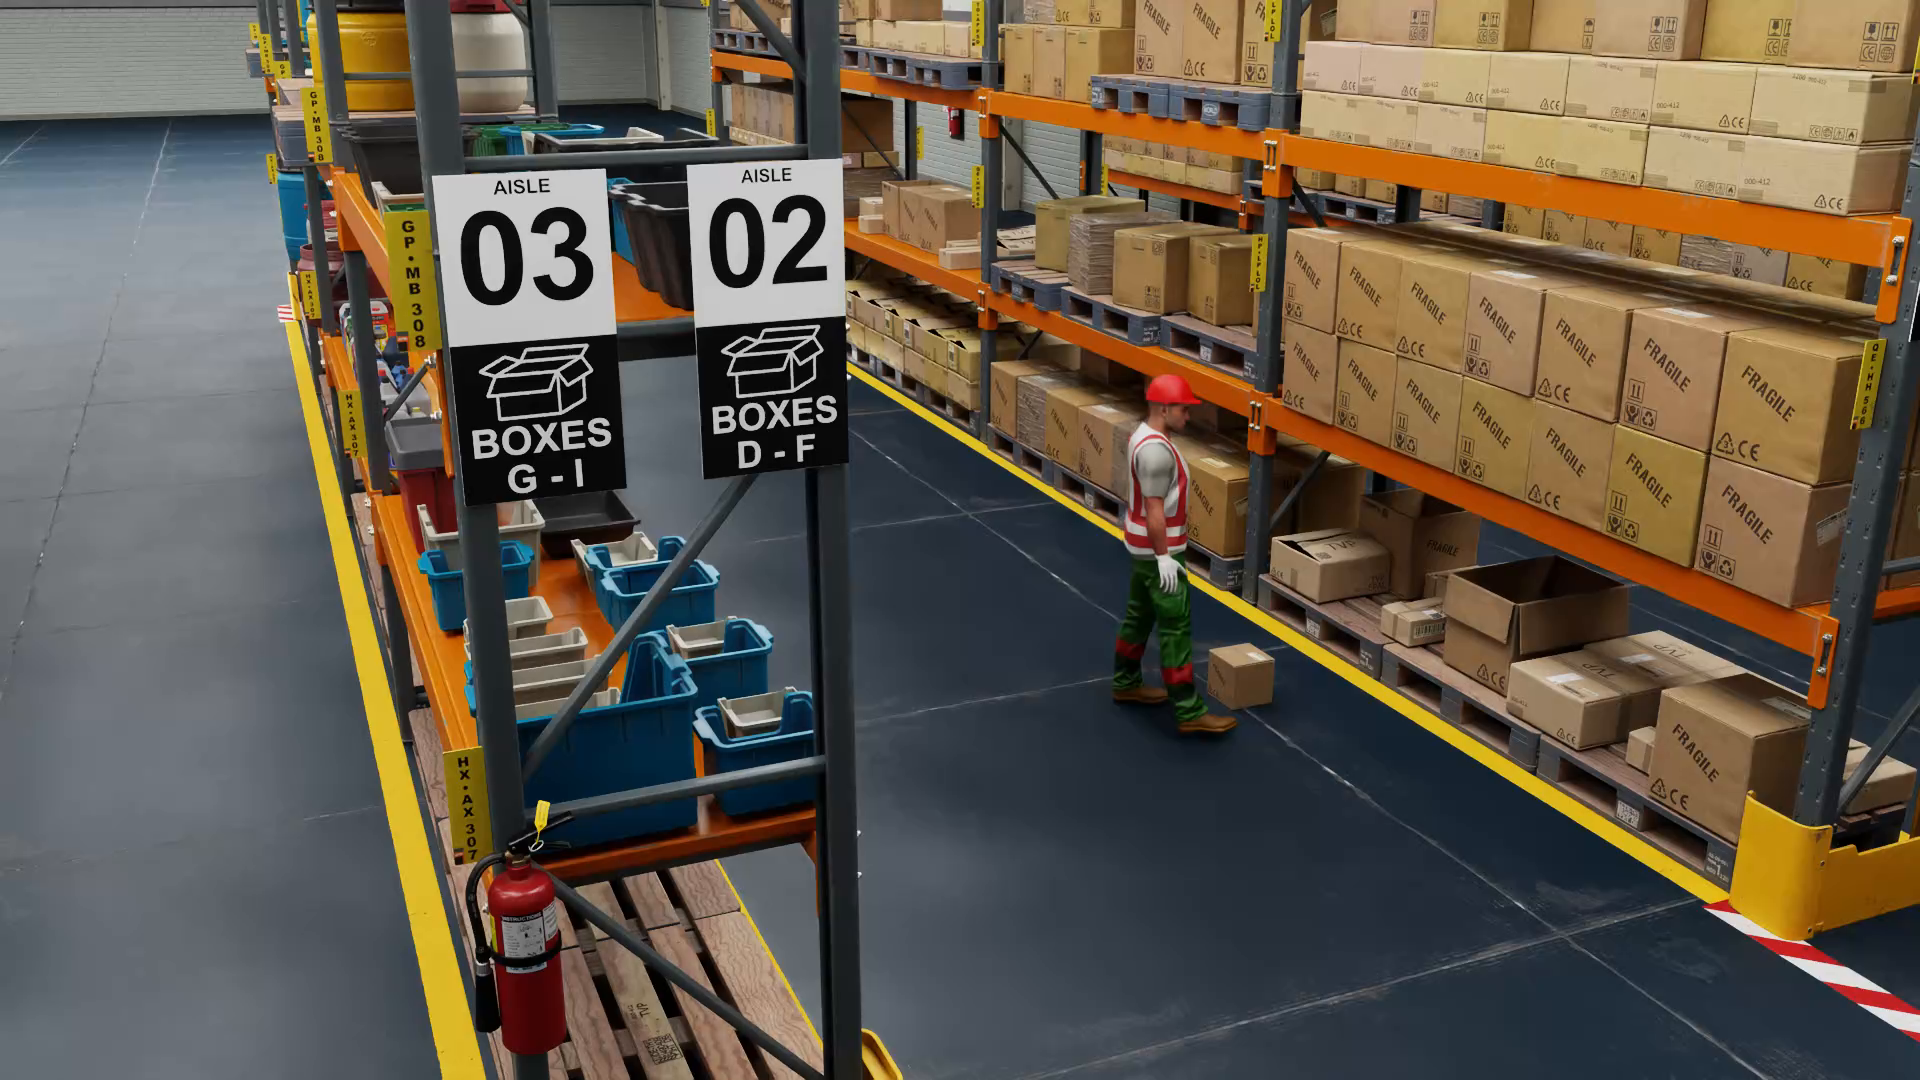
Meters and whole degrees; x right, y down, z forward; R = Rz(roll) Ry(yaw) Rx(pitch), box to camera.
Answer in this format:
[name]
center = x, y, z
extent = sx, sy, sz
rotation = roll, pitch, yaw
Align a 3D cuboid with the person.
[person]
center = 1.098, 0.059, 8.331
extent = 0.608, 1.777, 0.606
rotation = 0, 19, 1
